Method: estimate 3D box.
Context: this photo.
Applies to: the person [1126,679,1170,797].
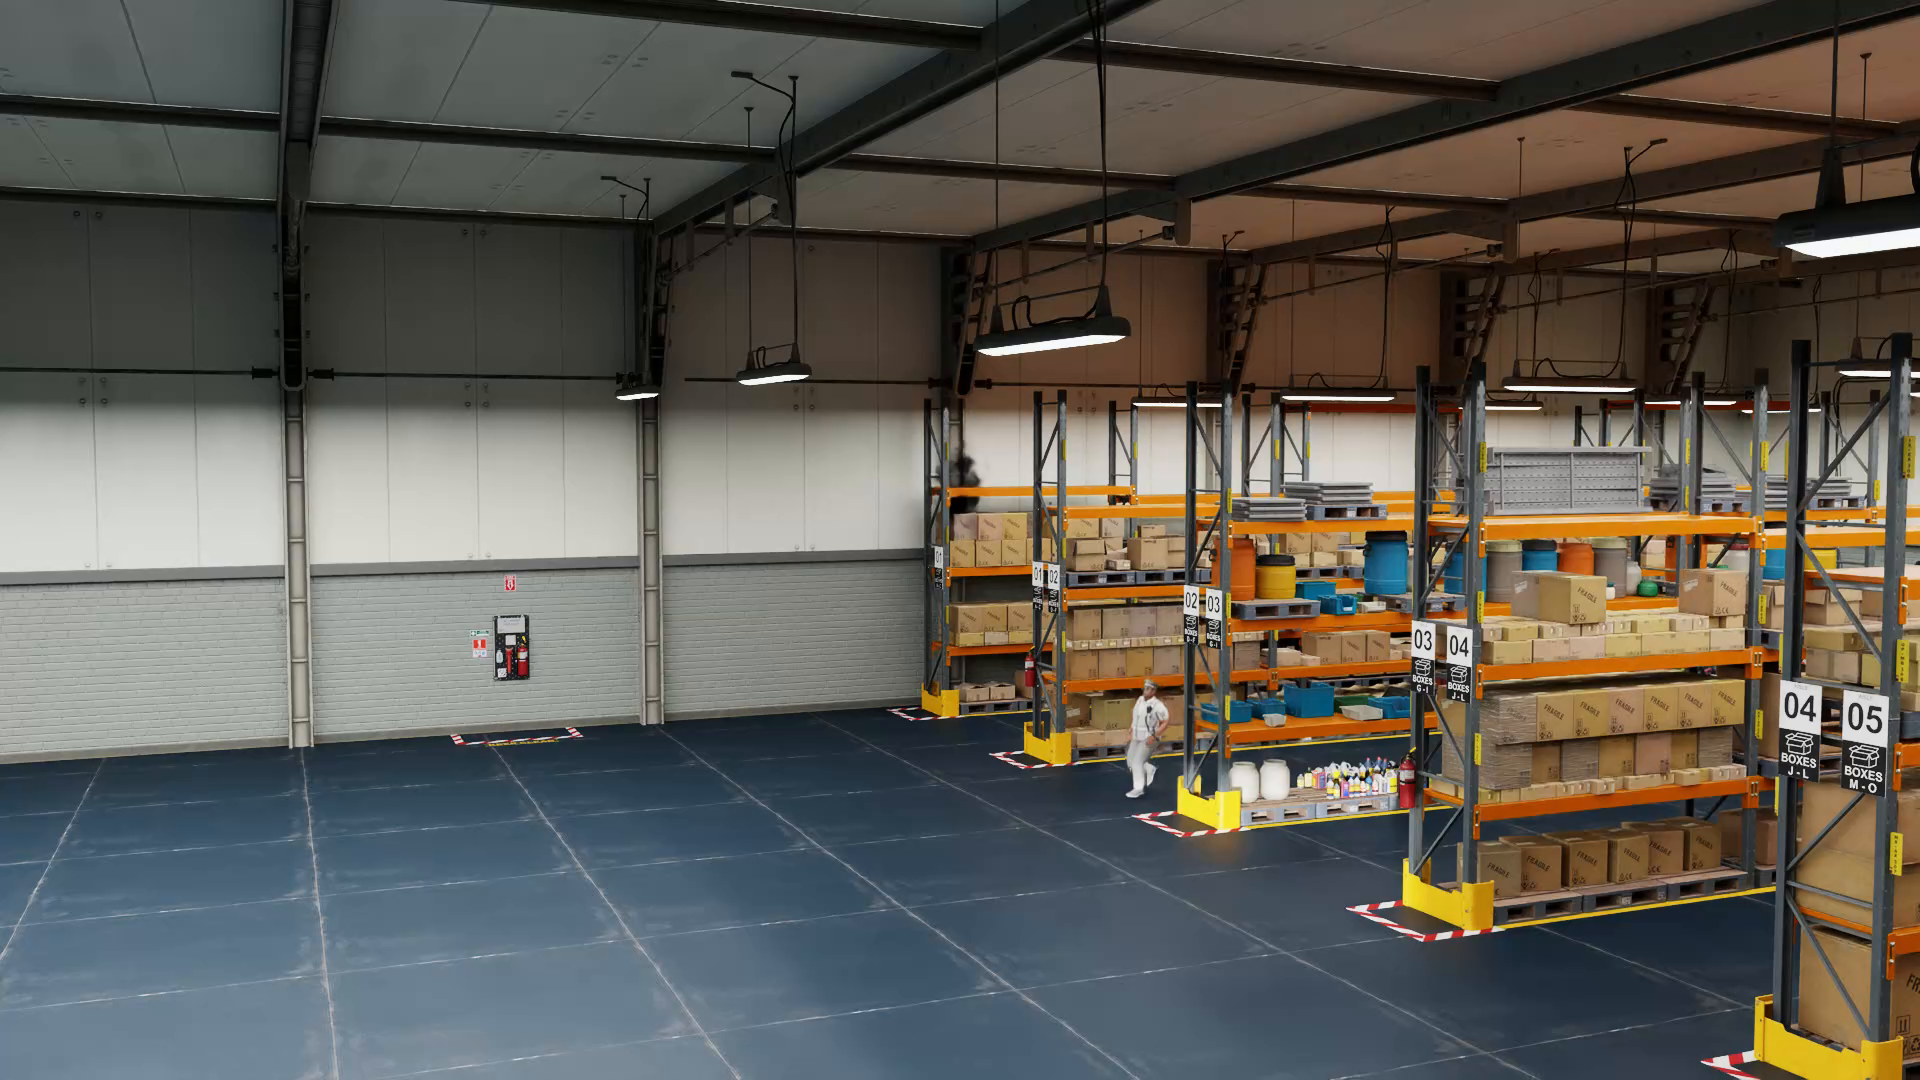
[{"bbox_3d":[2.726,2.873,24.252,0.631,1.724,0.676,-3,4,-38],"label":"person"}]
